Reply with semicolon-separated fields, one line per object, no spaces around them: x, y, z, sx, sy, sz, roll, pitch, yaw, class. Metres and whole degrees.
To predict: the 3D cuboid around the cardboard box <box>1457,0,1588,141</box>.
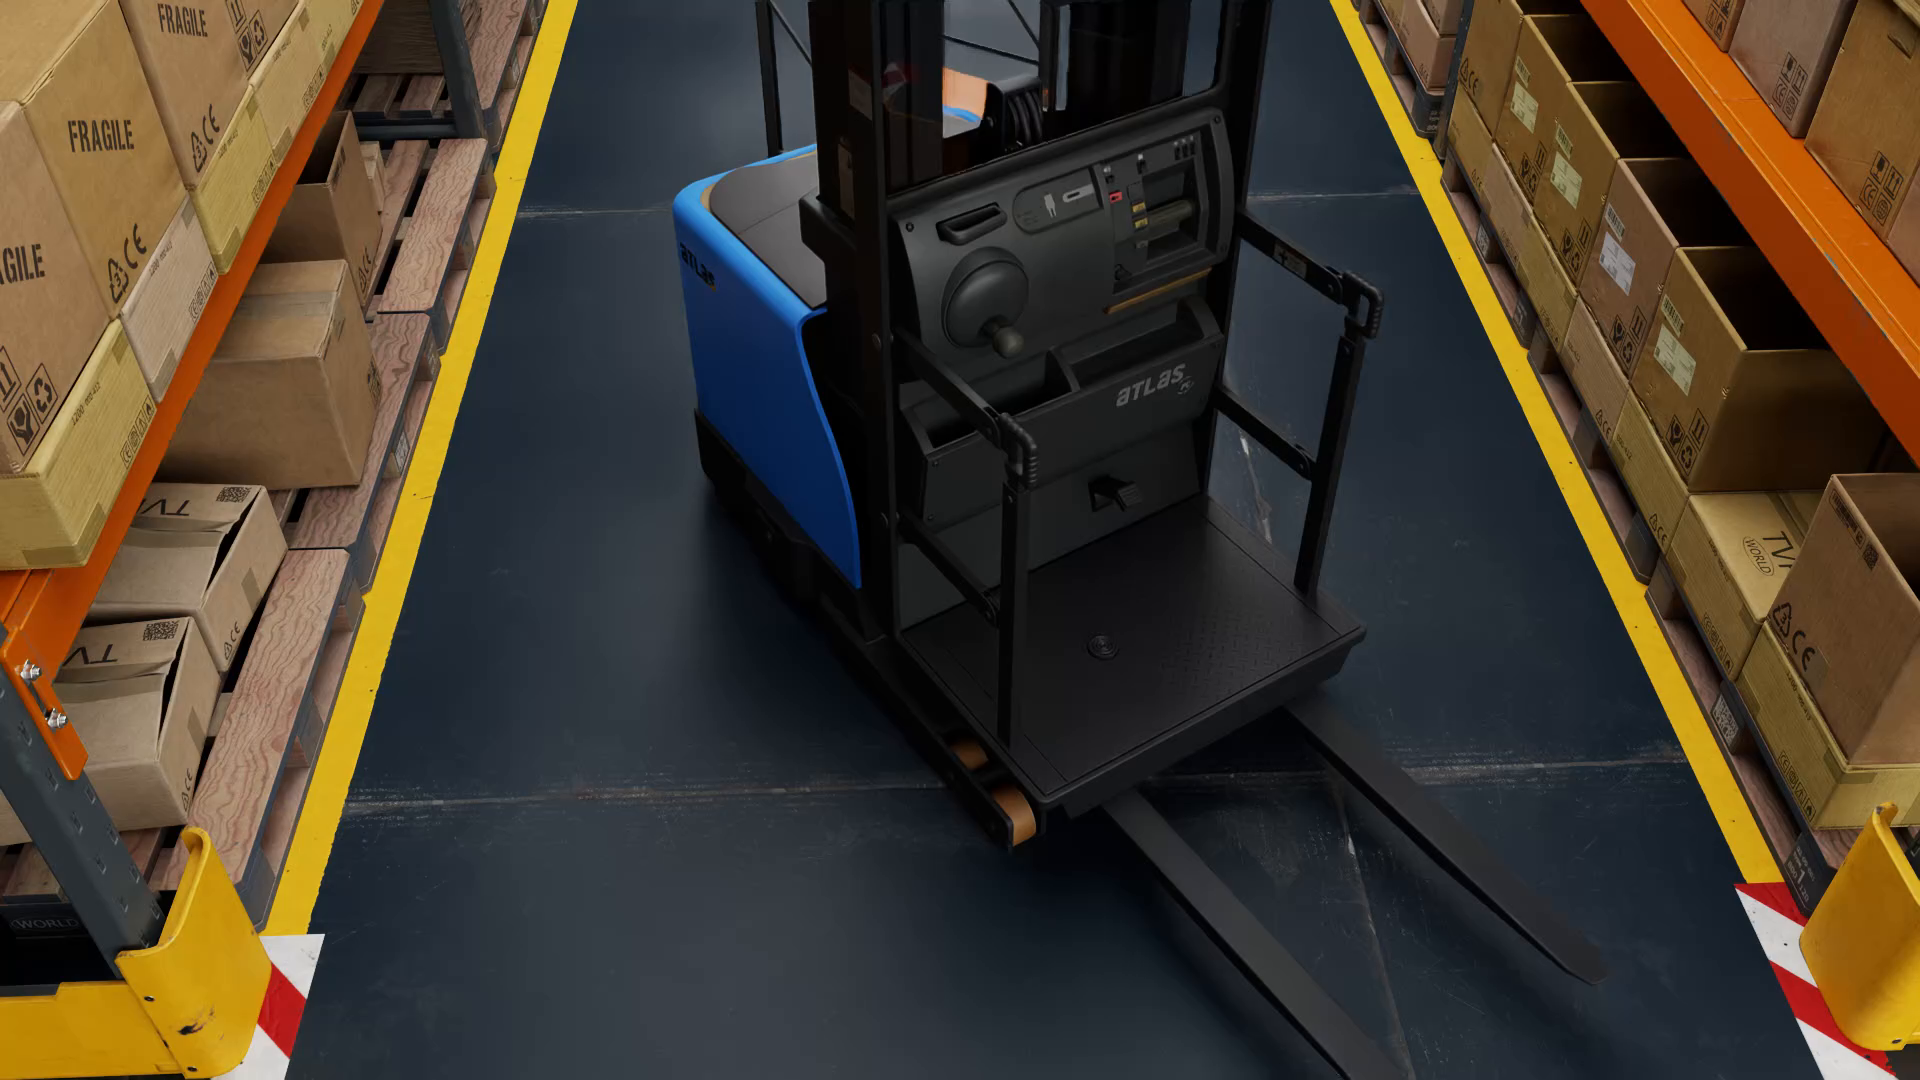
2.216;-1.842;6.209;0.500;0.500;0.500;-2;43;-2;cardboard box

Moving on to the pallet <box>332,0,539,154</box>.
-2.475;-2.100;7.384;1.003;0.211;1.213;-2;43;-2;pallet

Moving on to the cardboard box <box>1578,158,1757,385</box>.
2.282;-0.830;5.104;0.500;0.500;0.500;-2;43;-2;cardboard box

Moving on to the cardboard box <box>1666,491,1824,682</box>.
2.328;0.122;4.621;0.500;0.250;0.500;-2;43;-2;cardboard box

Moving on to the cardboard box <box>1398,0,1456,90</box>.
2.202;-2.159;7.110;0.500;0.250;0.500;-2;43;-2;cardboard box

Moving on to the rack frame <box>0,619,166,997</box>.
-2.270;0.098;2.923;1.000;3.000;0.127;-2;43;-2;rack frame

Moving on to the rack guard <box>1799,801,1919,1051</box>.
2.680;0.891;3.907;1.175;0.500;0.348;-2;43;-2;rack guard

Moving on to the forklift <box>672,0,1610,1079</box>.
0.388;-0.647;3.786;1.130;2.935;3.031;-24;48;-24;forklift

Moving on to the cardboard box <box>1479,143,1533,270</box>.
2.242;-1.228;6.094;0.500;0.250;0.500;-2;43;-2;cardboard box

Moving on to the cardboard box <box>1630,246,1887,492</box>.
2.302;-0.492;4.736;0.500;0.500;0.500;-2;43;-2;cardboard box

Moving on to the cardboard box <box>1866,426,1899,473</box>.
2.821;-0.507;4.752;0.500;0.500;0.500;-2;43;-2;cardboard box

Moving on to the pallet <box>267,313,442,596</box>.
-2.321;-0.296;5.417;1.003;0.211;1.213;-2;43;-2;pallet

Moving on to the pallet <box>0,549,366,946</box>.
-2.273;0.526;4.520;1.003;0.211;1.213;-2;43;-2;pallet

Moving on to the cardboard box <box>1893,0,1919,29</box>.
2.429;-1.271;3.863;0.380;0.149;0.250;0;43;0;cardboard box

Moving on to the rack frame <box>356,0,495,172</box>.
-2.440;-2.602;5.869;1.000;3.000;0.127;-2;43;-2;rack frame

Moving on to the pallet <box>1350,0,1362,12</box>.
2.384;-3.041;8.411;1.003;0.211;1.213;-2;43;-2;pallet

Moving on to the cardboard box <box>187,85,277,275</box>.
-2.026;-0.886;4.093;0.500;0.250;0.500;-2;43;-2;cardboard box

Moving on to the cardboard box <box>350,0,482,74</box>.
-2.488;-2.339;7.106;0.700;0.500;0.500;0;43;0;cardboard box

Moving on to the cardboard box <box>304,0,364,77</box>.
-2.067;-1.567;4.836;0.500;0.250;0.500;-2;43;-2;cardboard box

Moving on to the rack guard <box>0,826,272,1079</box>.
-2.273;0.969;3.823;1.175;0.500;0.348;-2;43;-2;rack guard

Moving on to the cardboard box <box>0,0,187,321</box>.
-2.001;-0.795;3.439;0.500;0.500;0.500;-2;43;-2;cardboard box

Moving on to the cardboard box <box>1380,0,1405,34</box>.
2.182;-2.501;7.483;0.500;0.250;0.500;-2;43;-2;cardboard box

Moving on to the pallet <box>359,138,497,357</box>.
-2.376;-1.122;6.317;1.003;0.211;1.213;-2;43;-2;pallet

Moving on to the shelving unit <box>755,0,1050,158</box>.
-0.150;-1.511;5.789;0.587;1.500;1.083;22;47;23;shelving unit

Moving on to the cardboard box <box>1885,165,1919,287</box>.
2.645;-0.753;3.778;0.700;0.500;0.500;-1;43;-1;cardboard box

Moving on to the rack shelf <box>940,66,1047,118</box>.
-0.155;-1.373;5.904;0.538;0.185;1.000;22;47;23;rack shelf

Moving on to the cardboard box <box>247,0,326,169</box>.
-2.045;-1.228;4.466;0.500;0.250;0.500;-1;43;-1;cardboard box

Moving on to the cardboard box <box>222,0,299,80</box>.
-2.051;-1.492;4.199;0.500;0.500;0.500;0;43;0;cardboard box

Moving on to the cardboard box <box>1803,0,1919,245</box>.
2.629;-1.088;4.143;0.700;0.500;0.500;-1;43;-2;cardboard box

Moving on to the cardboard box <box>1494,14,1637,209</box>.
2.245;-1.505;5.841;0.500;0.500;0.500;-2;43;-2;cardboard box

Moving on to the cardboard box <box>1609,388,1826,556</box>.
2.305;-0.216;4.989;0.500;0.250;0.500;-2;43;-2;cardboard box

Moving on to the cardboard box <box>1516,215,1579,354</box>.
2.258;-0.891;5.726;0.500;0.250;0.500;-2;43;-2;cardboard box

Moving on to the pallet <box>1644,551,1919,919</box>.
2.605;0.467;4.585;1.003;0.211;1.213;-2;43;-2;pallet

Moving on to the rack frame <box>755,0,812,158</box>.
-0.420;-1.213;5.463;0.500;1.500;0.032;22;47;23;rack frame

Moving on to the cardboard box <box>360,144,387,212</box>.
-2.387;-1.359;6.284;0.380;0.166;0.250;-7;43;-7;cardboard box

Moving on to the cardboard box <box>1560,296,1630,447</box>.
2.285;-0.553;5.358;0.500;0.250;0.500;-2;43;-2;cardboard box

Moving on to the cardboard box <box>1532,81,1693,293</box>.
2.258;-1.167;5.472;0.500;0.500;0.500;-2;43;-2;cardboard box

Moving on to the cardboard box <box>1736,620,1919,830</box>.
2.361;0.459;4.253;0.500;0.250;0.500;-2;43;-2;cardboard box

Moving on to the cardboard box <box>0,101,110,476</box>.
-1.990;-0.461;3.074;0.500;0.500;0.500;-2;43;-2;cardboard box

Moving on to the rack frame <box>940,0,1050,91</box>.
0.110;-1.799;6.103;0.500;1.500;0.032;22;47;23;rack frame

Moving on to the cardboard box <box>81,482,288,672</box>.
-2.234;0.073;4.615;0.500;0.311;0.500;2;43;2;cardboard box

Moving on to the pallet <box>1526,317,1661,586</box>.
2.556;-0.355;5.481;1.003;0.211;1.213;-2;43;-2;pallet

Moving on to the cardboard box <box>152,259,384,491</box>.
-2.215;-0.493;5.093;0.700;0.500;0.500;-4;43;-4;cardboard box

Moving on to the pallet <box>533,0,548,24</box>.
-2.529;-2.925;8.285;1.003;0.211;1.213;-2;43;-2;pallet

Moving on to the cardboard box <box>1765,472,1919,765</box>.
2.359;0.183;4.000;0.500;0.500;0.500;-2;43;-2;cardboard box

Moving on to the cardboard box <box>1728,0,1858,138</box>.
2.603;-1.444;4.531;0.700;0.500;0.500;0;43;-1;cardboard box

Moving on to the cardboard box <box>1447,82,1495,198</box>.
2.226;-1.566;6.463;0.500;0.250;0.500;-2;43;-2;cardboard box

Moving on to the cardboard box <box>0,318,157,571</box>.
-1.974;-0.192;3.336;0.500;0.250;0.500;-3;43;-3;cardboard box

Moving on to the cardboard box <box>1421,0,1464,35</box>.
2.205;-2.360;6.914;0.500;0.311;0.500;-2;43;-2;cardboard box

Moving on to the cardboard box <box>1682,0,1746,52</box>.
2.580;-1.789;4.908;0.700;0.500;0.500;-1;43;-1;cardboard box

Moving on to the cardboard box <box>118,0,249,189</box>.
-2.017;-1.144;3.819;0.500;0.500;0.500;-3;43;-3;cardboard box

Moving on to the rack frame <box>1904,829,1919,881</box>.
2.679;-0.046;3.080;1.000;3.000;0.127;-2;43;-2;rack frame

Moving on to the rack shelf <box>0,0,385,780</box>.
-2.355;-0.987;4.639;1.077;0.370;4.000;-2;43;-2;rack shelf

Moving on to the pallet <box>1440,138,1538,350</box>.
2.501;-1.181;6.382;1.003;0.211;1.213;-2;43;-2;pallet

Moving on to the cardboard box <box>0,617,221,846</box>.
-2.210;0.458;4.195;0.500;0.311;0.500;-6;43;-7;cardboard box

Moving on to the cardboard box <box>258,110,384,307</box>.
-2.356;-1.143;5.802;0.500;0.500;0.500;-5;43;-5;cardboard box

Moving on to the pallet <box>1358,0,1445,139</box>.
2.439;-2.215;7.510;1.003;0.211;1.213;-2;43;-2;pallet

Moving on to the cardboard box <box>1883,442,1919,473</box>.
2.855;-0.170;4.384;0.500;0.500;0.500;-2;43;-2;cardboard box

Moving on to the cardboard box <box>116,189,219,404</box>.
-2.010;-0.542;3.718;0.500;0.250;0.500;-3;43;-3;cardboard box

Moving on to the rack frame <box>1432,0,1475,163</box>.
2.509;-2.747;6.027;1.000;3.000;0.127;-2;43;-2;rack frame
